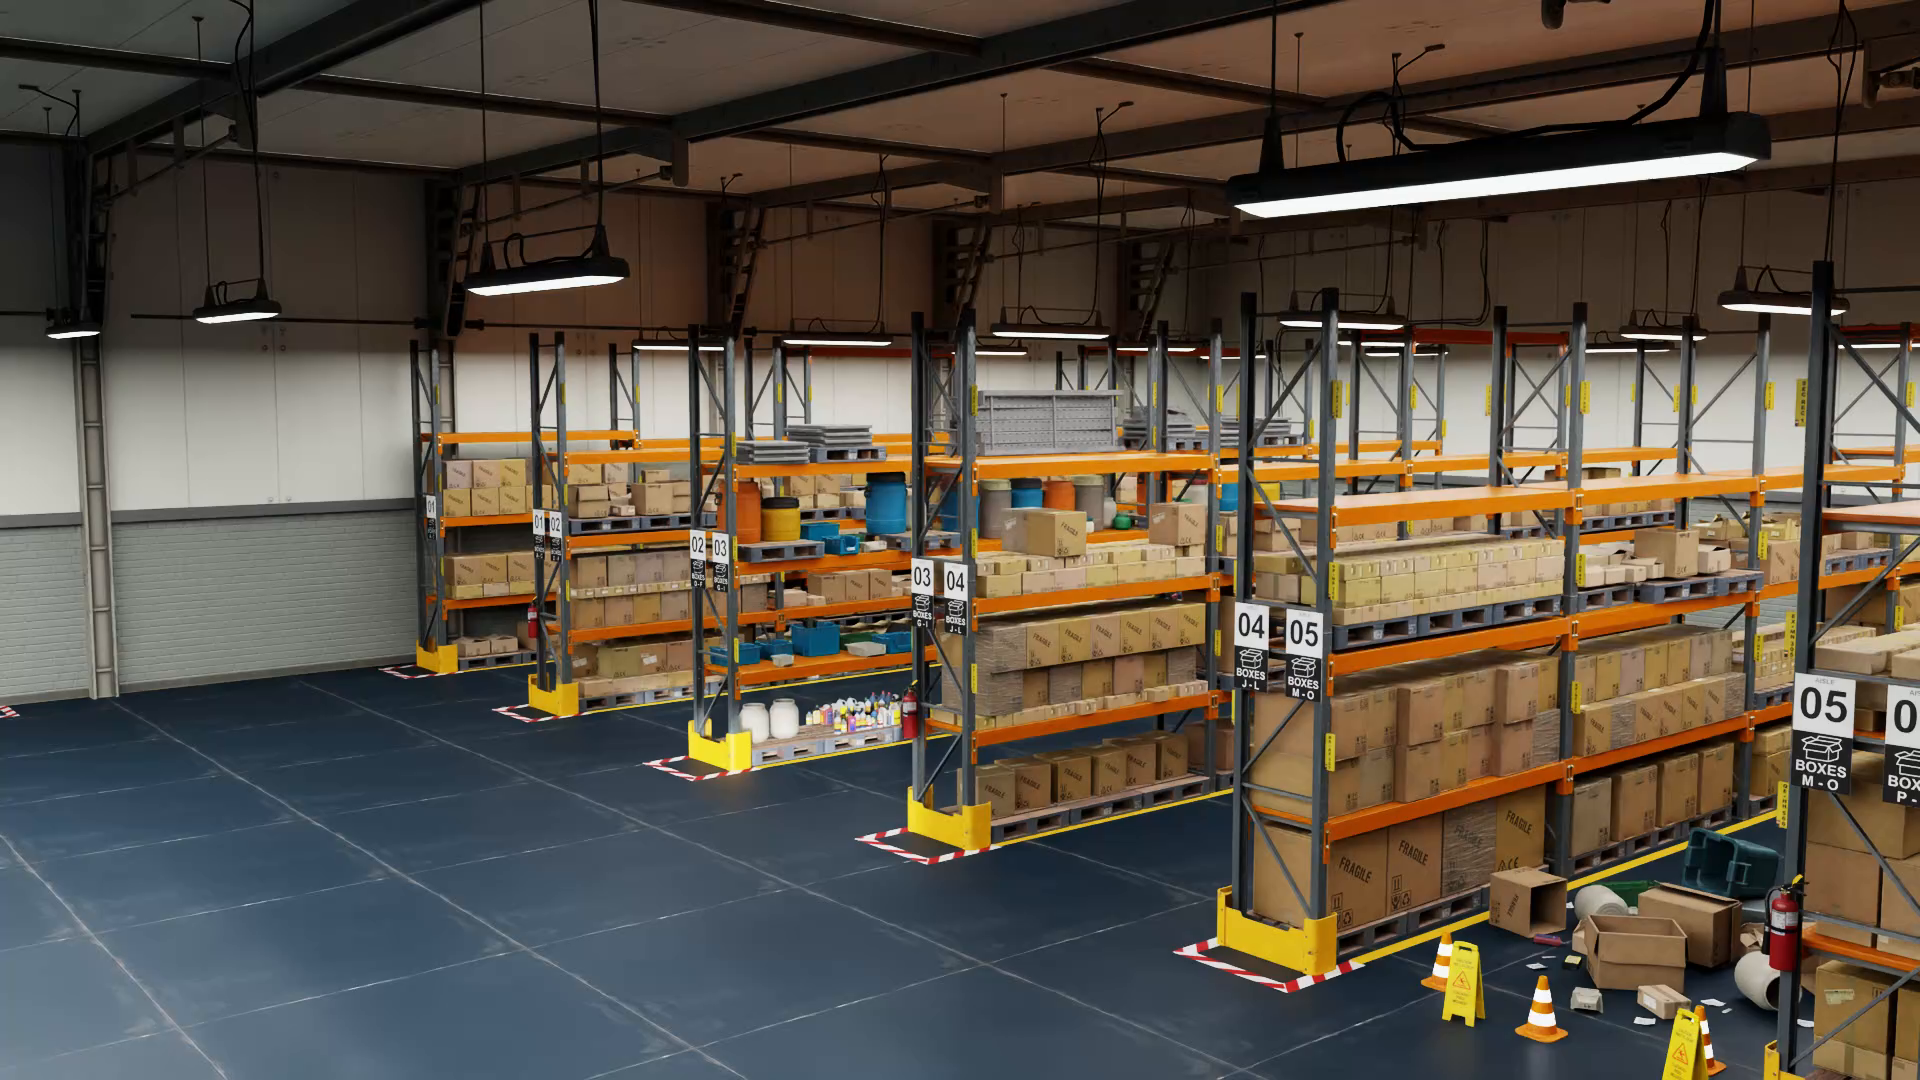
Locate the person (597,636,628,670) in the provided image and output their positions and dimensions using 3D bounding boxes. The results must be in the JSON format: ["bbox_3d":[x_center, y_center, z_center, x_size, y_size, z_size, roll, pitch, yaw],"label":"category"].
[{"bbox_3d":[-6.222,1.547,30.013,0.568,1.669,1.068,3,6,26],"label":"person"}]
